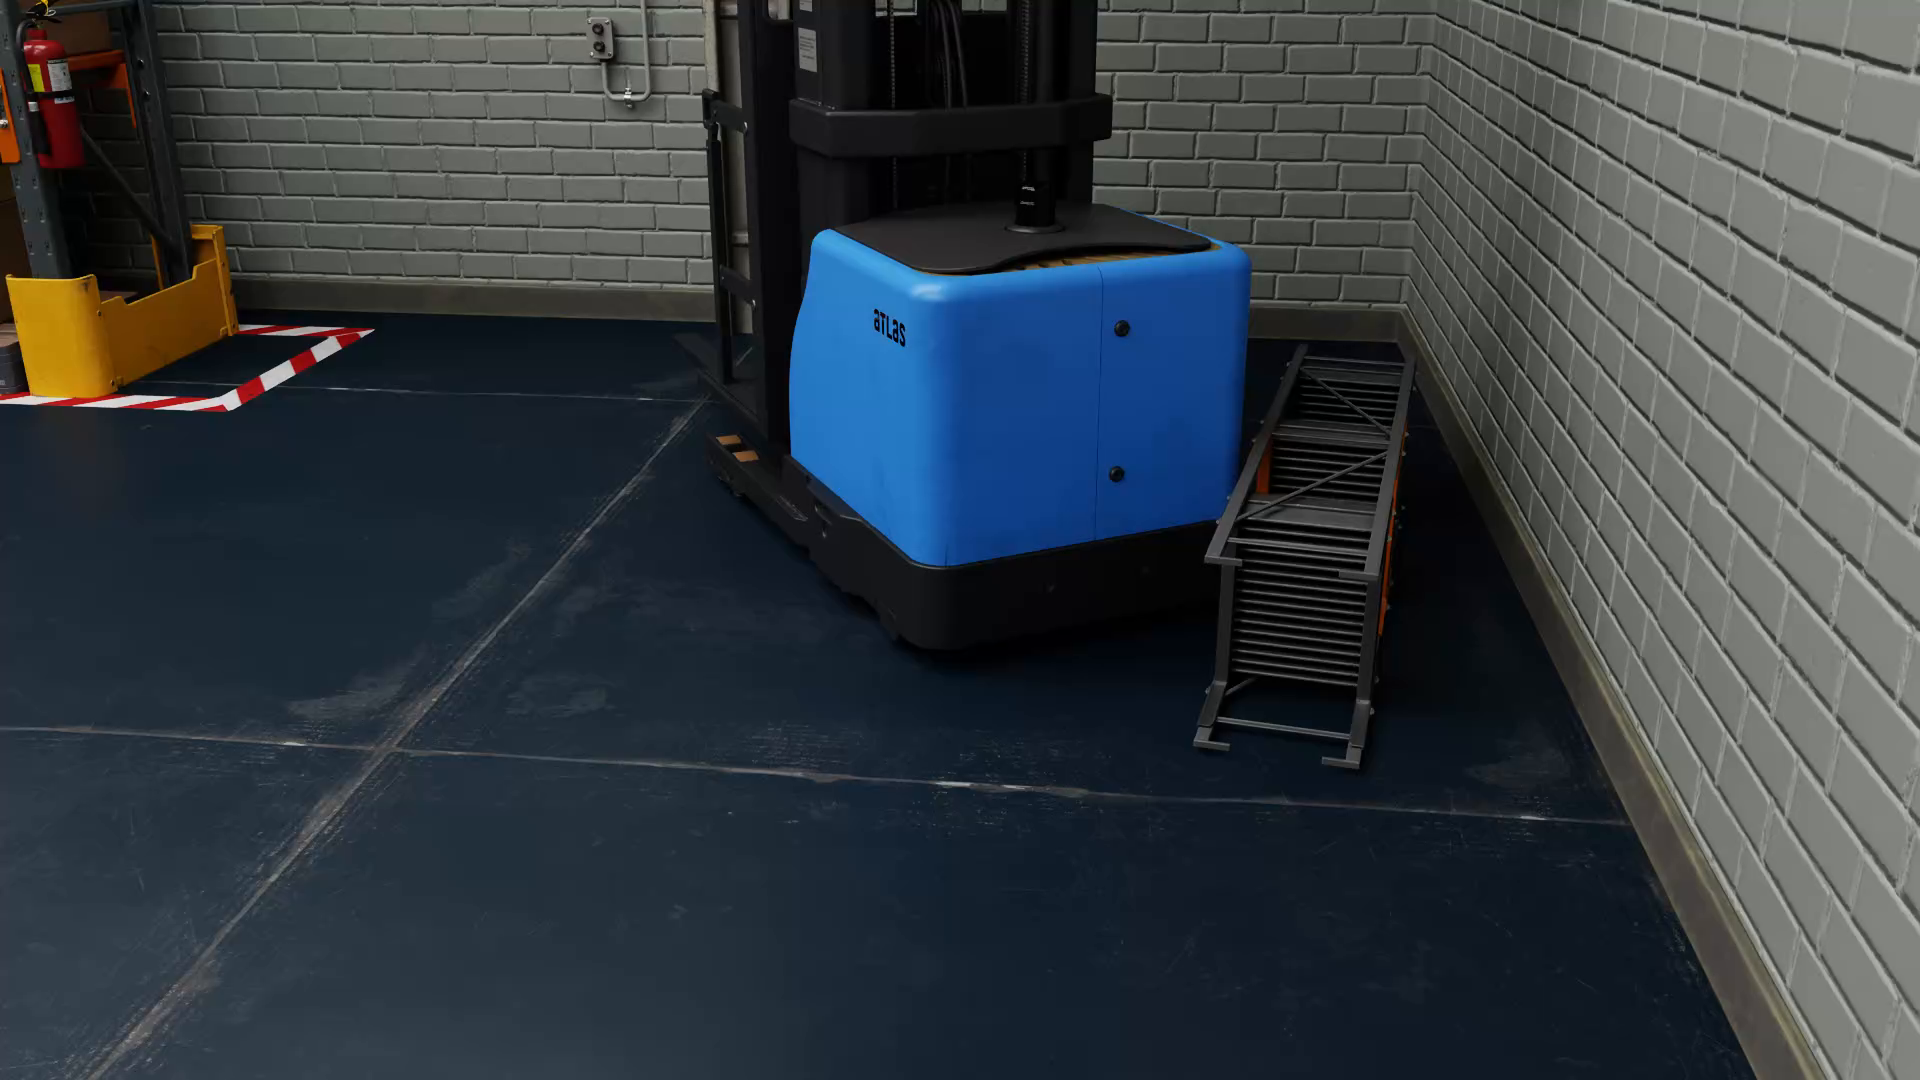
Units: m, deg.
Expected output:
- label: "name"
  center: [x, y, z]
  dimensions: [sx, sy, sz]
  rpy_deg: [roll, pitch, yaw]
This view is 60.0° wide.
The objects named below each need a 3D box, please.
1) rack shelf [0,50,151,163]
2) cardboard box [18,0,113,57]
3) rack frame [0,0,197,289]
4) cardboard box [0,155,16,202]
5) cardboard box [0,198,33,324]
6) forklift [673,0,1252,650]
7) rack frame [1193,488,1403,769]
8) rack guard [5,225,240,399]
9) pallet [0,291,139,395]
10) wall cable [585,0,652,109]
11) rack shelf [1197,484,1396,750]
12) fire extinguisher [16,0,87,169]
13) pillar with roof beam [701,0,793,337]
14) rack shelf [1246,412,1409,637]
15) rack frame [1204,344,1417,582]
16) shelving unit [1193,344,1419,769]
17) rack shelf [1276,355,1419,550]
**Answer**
- label: "rack shelf"
  center: [-5.692, -1.956, 7.285]
  dimensions: [4.000, 0.370, 1.077]
  rpy_deg: [2, 22, 6]
- label: "cardboard box"
  center: [-4.213, -2.362, 6.926]
  dimensions: [0.700, 0.700, 0.980]
  rpy_deg: [3, 22, 9]
- label: "rack frame"
  center: [-3.706, -2.204, 6.934]
  dimensions: [0.127, 3.000, 1.000]
  rpy_deg: [2, 22, 6]
- label: "cardboard box"
  center: [-4.265, -1.600, 7.353]
  dimensions: [0.250, 0.149, 0.380]
  rpy_deg: [3, 22, 7]
- label: "cardboard box"
  center: [-4.413, -1.230, 7.301]
  dimensions: [0.500, 0.500, 0.700]
  rpy_deg: [2, 22, 6]
- label: "forklift"
  center: [-0.263, -1.570, 5.426]
  dimensions: [1.130, 2.935, 3.031]
  rpy_deg: [-10, 24, -23]
- label: "rack frame"
  center: [1.069, 0.162, 4.983]
  dimensions: [0.400, 0.015, 2.100]
  rpy_deg: [6, 22, 16]
- label: "rack guard"
  center: [-3.682, -1.040, 7.391]
  dimensions: [0.348, 0.500, 1.175]
  rpy_deg: [2, 22, 6]
- label: "pallet"
  center: [-4.509, -0.913, 7.462]
  dimensions: [1.213, 0.211, 1.003]
  rpy_deg: [2, 22, 6]
- label: "wall cable"
  center: [-2.323, -2.966, 7.481]
  dimensions: [1.851, 1.984, 0.084]
  rpy_deg: [2, 22, 6]
- label: "rack shelf"
  center: [0.865, 0.179, 4.258]
  dimensions: [0.431, 0.480, 0.518]
  rpy_deg: [6, 22, 16]
- label: "fire extinguisher"
  center: [-3.610, -1.819, 6.574]
  dimensions: [0.183, 0.674, 0.296]
  rpy_deg: [2, 22, 6]
- label: "pillar with roof beam"
  center: [-1.429, -3.621, 2.359]
  dimensions: [0.400, 9.000, 9.100]
  rpy_deg: [2, 22, 6]
- label: "rack shelf"
  center: [1.066, -0.061, 4.883]
  dimensions: [0.431, 0.480, 0.518]
  rpy_deg: [6, 22, 16]
- label: "rack frame"
  center: [1.071, -0.293, 4.808]
  dimensions: [0.400, 0.015, 2.100]
  rpy_deg: [6, 22, 16]
- label: "shelving unit"
  center: [1.070, -0.066, 4.895]
  dimensions: [0.431, 0.503, 2.100]
  rpy_deg: [6, 22, 16]
- label: "rack shelf"
  center: [1.267, -0.302, 5.509]
  dimensions: [0.431, 0.480, 0.518]
  rpy_deg: [6, 22, 16]
